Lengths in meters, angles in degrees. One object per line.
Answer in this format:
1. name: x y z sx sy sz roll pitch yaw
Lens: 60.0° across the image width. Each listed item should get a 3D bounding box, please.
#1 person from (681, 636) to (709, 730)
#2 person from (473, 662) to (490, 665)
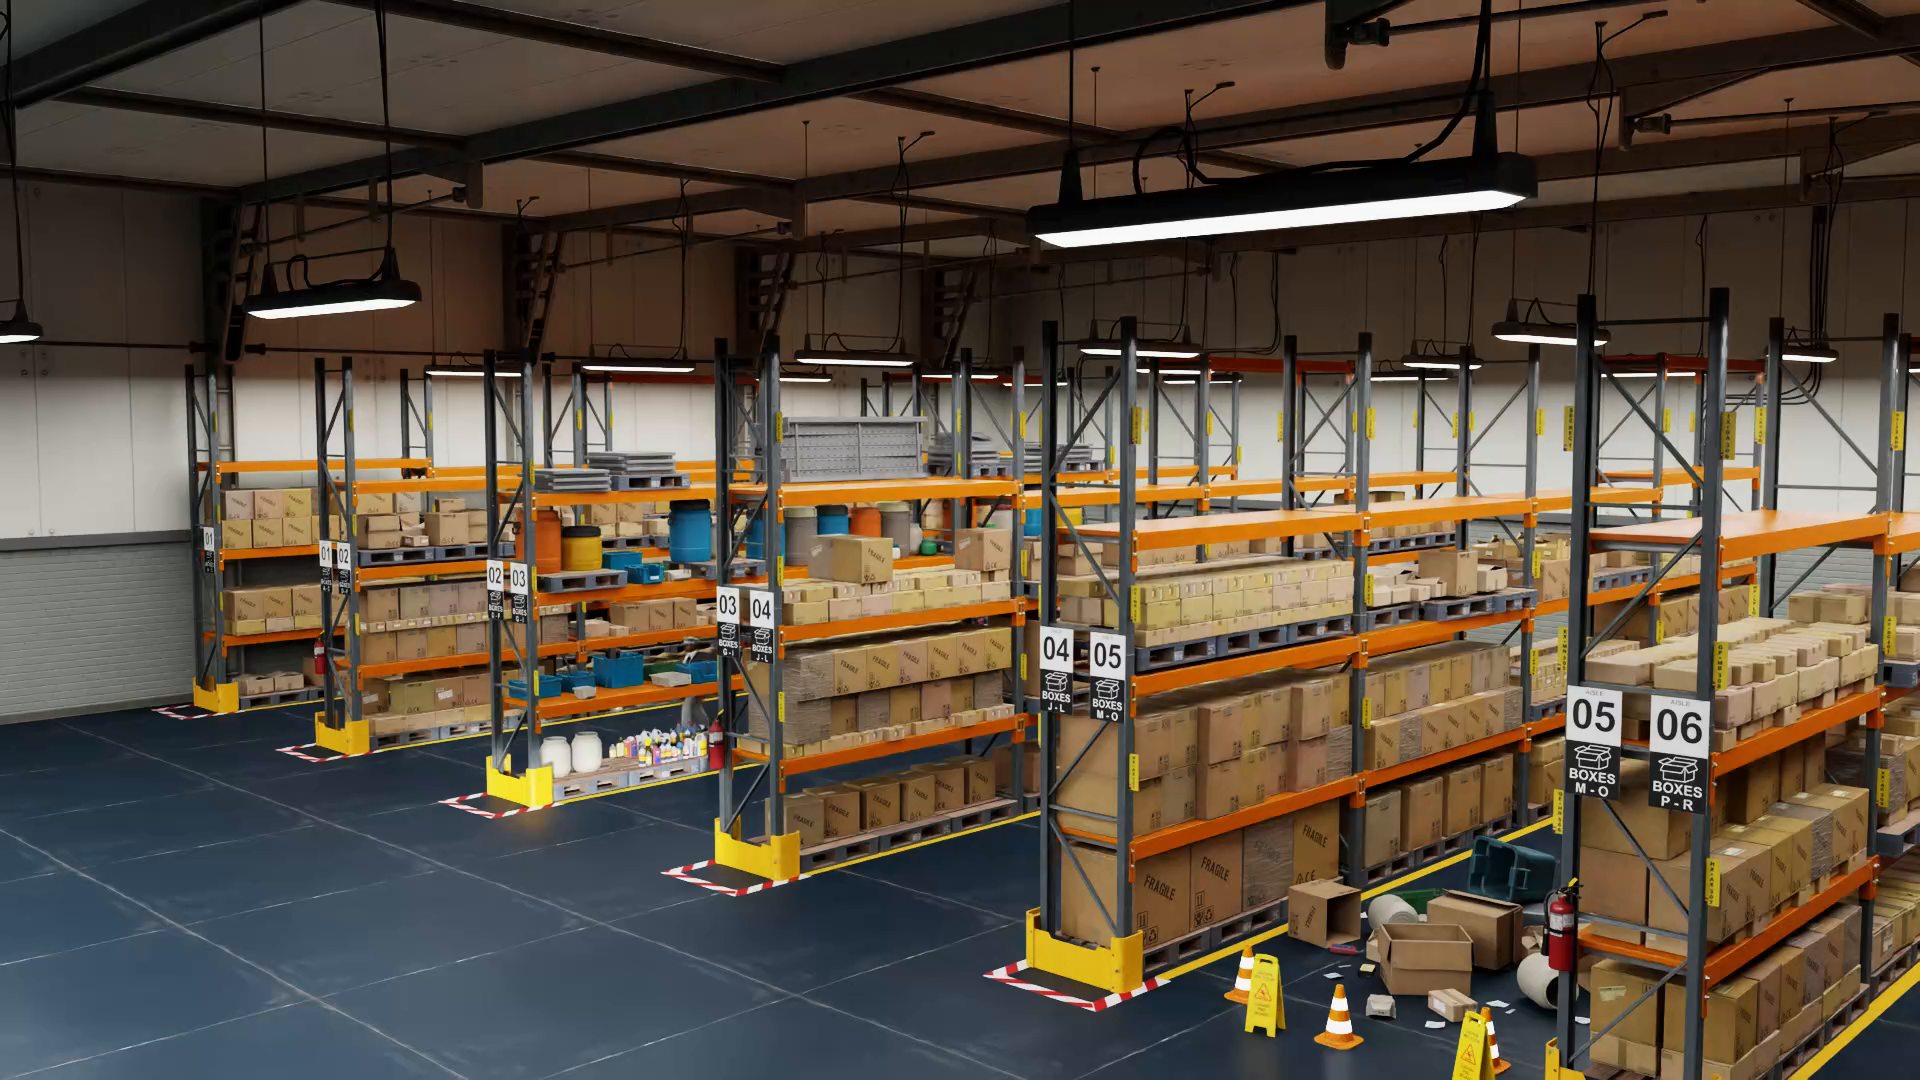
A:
1. person: -4.258 2.336 26.150 0.745 1.668 0.478 -2 5 -24
2. person: -8.974 1.903 30.900 0.486 1.773 0.586 -3 5 -31
